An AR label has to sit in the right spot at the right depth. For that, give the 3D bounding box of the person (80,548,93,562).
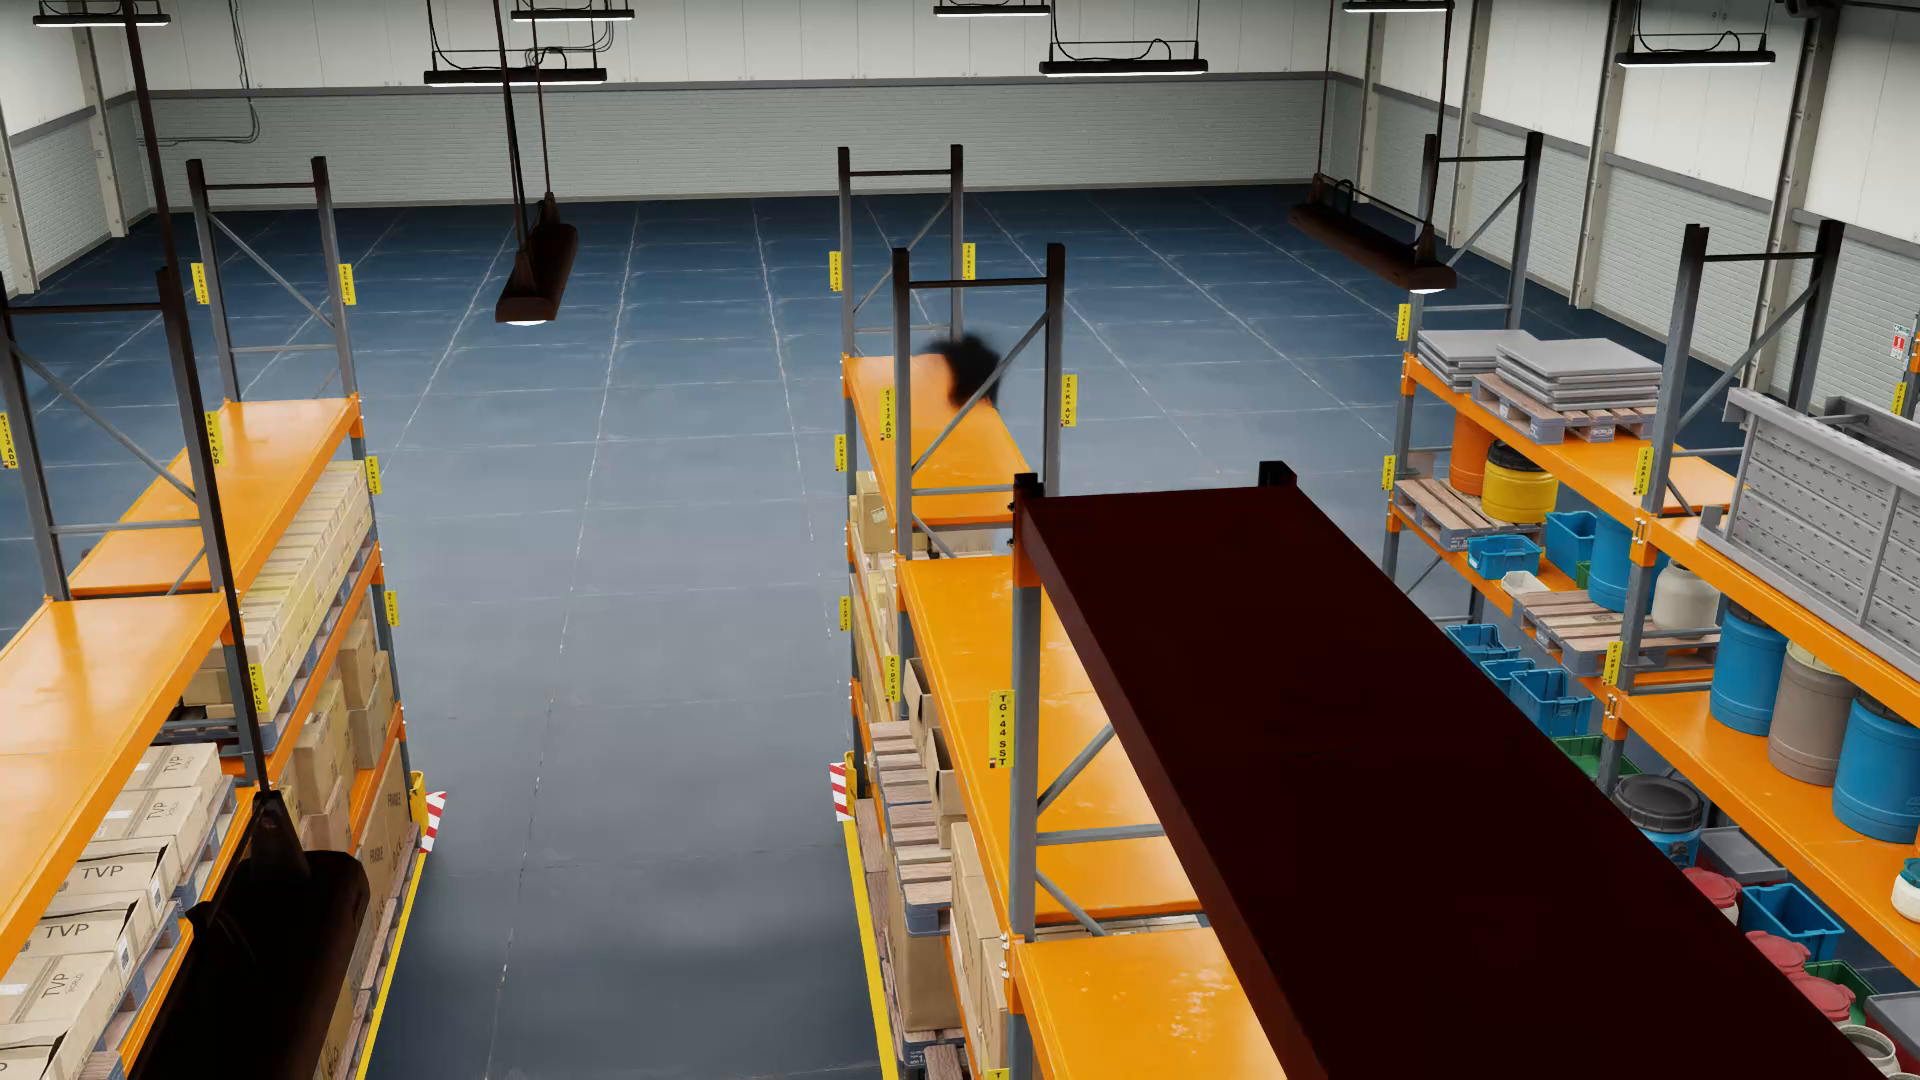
[{"bbox_3d":[-8.828,0.877,17.225,0.564,1.610,0.659,-11,24,-25],"label":"person"}]
